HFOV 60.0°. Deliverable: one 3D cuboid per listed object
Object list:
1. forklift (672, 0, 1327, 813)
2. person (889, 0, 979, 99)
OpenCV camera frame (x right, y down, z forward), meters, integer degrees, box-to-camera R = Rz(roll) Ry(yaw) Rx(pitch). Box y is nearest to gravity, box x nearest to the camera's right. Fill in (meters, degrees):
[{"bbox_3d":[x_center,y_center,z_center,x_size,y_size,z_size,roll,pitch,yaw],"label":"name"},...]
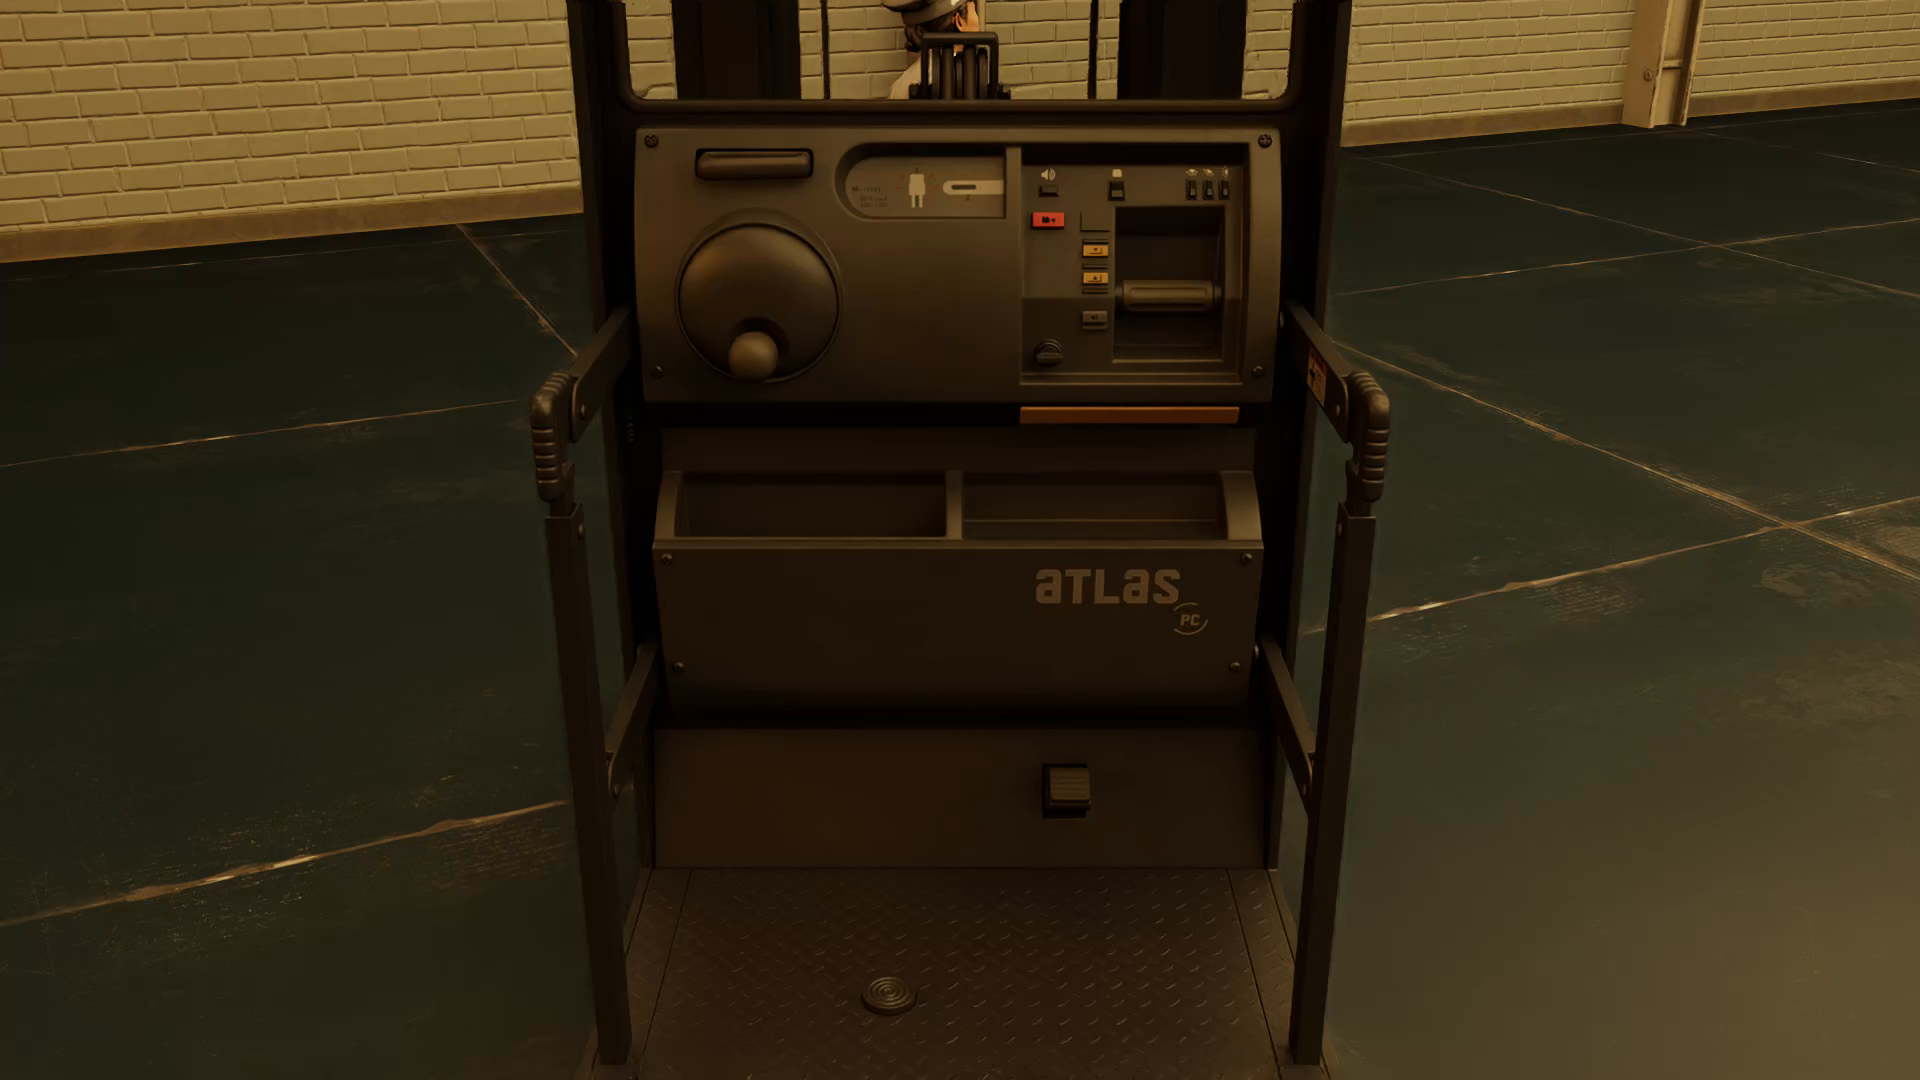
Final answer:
[{"bbox_3d":[0.000,-0.565,2.729,1.129,2.867,1.939,0,23,0],"label":"forklift"},{"bbox_3d":[0.082,-0.777,4.806,0.501,1.651,0.568,-10,25,-23],"label":"person"}]
